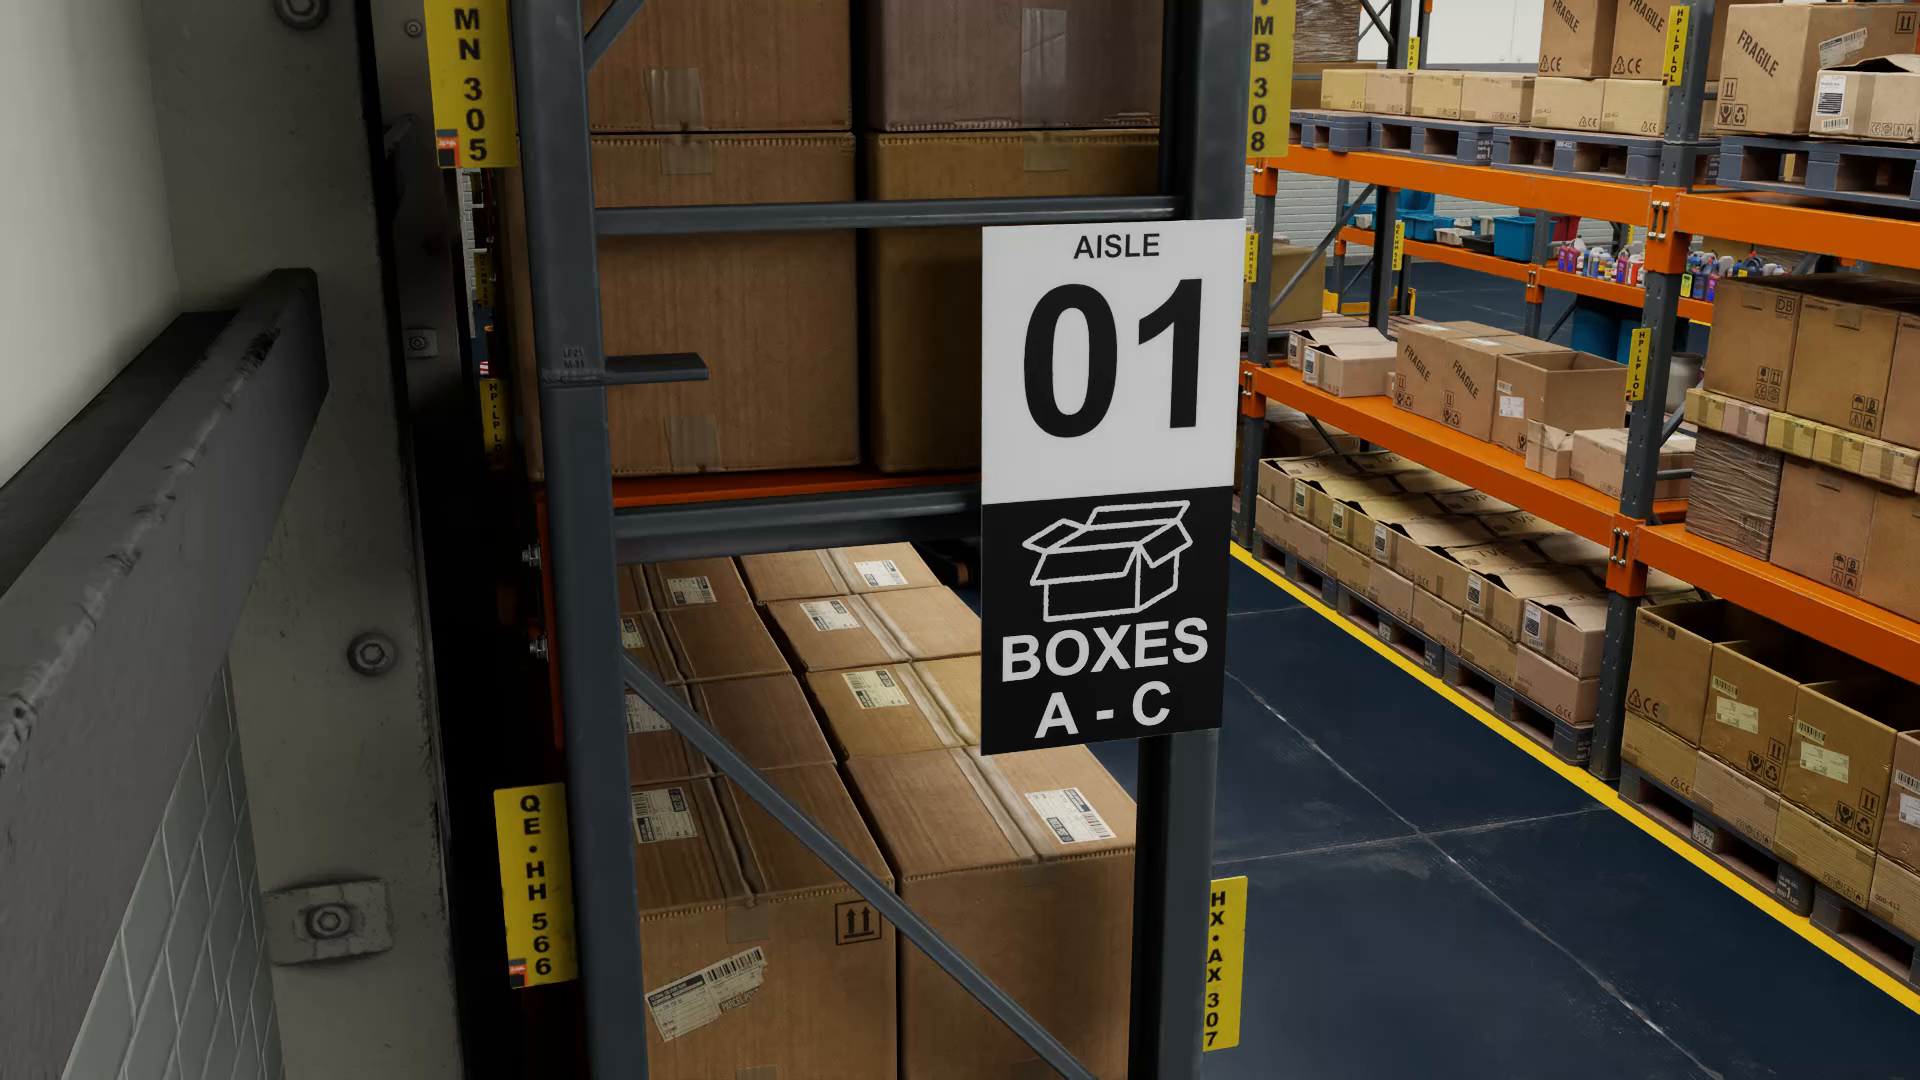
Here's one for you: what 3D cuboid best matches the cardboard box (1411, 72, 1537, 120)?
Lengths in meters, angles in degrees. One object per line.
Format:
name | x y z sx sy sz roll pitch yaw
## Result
cardboard box | 2.962 -2.566 9.598 0.500 0.250 0.500 -5 17 -16

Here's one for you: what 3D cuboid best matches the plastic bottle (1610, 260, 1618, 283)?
plastic bottle | 6.060 -2.479 15.335 0.097 0.201 0.097 0 17 0

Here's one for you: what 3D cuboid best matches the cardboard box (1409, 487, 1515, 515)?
cardboard box | 3.141 -0.169 10.374 0.500 0.311 0.500 -5 17 -16

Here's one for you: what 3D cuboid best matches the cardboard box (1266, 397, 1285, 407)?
cardboard box | 2.343 -0.870 13.214 0.500 0.500 0.500 -5 17 -16

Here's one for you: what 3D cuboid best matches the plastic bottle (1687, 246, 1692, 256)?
plastic bottle | 6.758 -2.618 15.540 0.144 0.351 0.185 -5 17 -15

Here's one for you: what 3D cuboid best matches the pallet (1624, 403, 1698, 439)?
pallet | 6.651 -1.031 15.017 1.003 0.211 1.213 -5 17 -15

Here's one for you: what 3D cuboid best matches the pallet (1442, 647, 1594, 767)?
pallet | 3.335 0.817 8.865 1.003 0.211 1.213 -5 17 -15

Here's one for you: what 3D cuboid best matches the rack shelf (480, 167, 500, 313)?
rack shelf | -1.737 -1.570 8.002 1.077 0.370 4.000 -5 17 -15

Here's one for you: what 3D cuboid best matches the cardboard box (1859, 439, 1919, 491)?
cardboard box | 3.744 -0.304 6.449 0.380 0.149 0.250 -5 18 -17

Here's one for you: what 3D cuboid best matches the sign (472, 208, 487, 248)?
sign | -3.919 -2.546 13.572 0.100 0.325 0.005 -5 17 -15

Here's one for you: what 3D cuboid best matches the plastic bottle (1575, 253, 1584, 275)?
plastic bottle | 5.916 -2.624 15.817 0.097 0.201 0.097 0 17 0

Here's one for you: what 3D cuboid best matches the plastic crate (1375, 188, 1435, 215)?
plastic crate | 5.312 -3.995 19.873 0.616 0.435 0.499 -5 17 -15

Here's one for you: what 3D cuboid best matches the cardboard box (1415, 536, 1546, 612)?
cardboard box | 2.904 0.158 9.285 0.500 0.311 0.500 -5 17 -15

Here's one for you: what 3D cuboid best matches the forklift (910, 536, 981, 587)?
forklift | 0.297 -1.243 10.995 1.130 2.935 3.031 -9 19 -27

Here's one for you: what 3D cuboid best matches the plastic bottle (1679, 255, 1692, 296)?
plastic bottle | 6.313 -2.321 14.550 0.144 0.351 0.185 -5 17 -15

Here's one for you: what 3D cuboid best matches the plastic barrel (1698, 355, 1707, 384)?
plastic barrel | 6.778 -1.307 14.552 0.600 0.588 0.708 -5 17 -15

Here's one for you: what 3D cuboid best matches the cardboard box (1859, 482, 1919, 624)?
cardboard box | 3.988 0.041 6.428 0.700 0.500 0.500 -4 17 -14

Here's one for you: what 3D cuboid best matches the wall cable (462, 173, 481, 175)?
wall cable | -5.696 -6.223 22.425 3.097 2.526 0.112 -5 17 -15

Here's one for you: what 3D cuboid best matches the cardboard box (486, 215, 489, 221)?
cardboard box | -3.217 -2.267 12.255 0.500 0.250 0.500 -5 18 -17

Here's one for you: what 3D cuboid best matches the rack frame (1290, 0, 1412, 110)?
rack frame | 2.475 -4.297 10.616 1.000 3.000 0.127 -5 17 -15

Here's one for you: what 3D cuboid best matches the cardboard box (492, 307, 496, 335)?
cardboard box | -3.084 -1.764 11.886 0.500 0.500 0.500 -4 17 -14

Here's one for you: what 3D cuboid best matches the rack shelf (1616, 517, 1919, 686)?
rack shelf | 4.124 0.580 6.058 1.077 0.370 4.000 -5 17 -15

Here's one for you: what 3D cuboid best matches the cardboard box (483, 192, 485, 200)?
cardboard box | -4.335 -3.248 17.029 0.980 0.700 0.700 -4 17 -13

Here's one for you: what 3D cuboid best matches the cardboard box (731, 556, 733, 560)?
cardboard box | -0.489 0.162 5.121 0.500 0.500 0.500 -5 17 -17

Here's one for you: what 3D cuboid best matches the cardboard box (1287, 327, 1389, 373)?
cardboard box | 2.533 -1.277 11.146 0.500 0.311 0.500 -4 17 -12

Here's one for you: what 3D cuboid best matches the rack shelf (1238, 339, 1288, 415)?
rack shelf | 1.926 -1.633 13.425 1.077 0.370 4.000 -5 17 -15

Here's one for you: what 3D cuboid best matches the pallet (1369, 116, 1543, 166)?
pallet | 3.058 -2.281 9.445 1.003 0.211 1.213 -4 17 -13

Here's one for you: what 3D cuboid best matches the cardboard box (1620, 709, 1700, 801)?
cardboard box | 3.411 0.950 7.624 0.500 0.250 0.500 -5 17 -15

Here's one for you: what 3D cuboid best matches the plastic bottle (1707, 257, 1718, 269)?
plastic bottle | 6.784 -2.419 15.015 0.097 0.271 0.097 0 17 0

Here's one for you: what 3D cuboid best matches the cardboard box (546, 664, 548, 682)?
cardboard box | -1.111 0.424 5.554 0.500 0.250 0.500 -5 18 -17

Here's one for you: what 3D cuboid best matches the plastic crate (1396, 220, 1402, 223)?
plastic crate | 4.987 -3.553 18.920 0.250 0.136 0.298 -5 17 -15

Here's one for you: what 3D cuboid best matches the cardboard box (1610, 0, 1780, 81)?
cardboard box | 3.443 -2.417 7.796 0.500 0.500 0.500 -4 17 -15

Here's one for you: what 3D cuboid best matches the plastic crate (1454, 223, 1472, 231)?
plastic crate | 5.704 -3.482 18.684 0.298 0.136 0.250 -5 17 -15

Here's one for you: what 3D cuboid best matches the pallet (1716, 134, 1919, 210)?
pallet | 3.834 -1.478 6.599 1.003 0.211 1.213 -5 17 -15

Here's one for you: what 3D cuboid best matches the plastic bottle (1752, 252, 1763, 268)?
plastic bottle | 7.010 -2.365 14.695 0.144 0.351 0.185 -5 17 -15

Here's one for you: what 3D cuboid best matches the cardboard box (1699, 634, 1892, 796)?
cardboard box | 3.546 0.730 7.055 0.500 0.500 0.500 -5 17 -15

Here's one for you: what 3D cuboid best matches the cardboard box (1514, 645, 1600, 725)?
cardboard box | 3.182 0.706 8.437 0.500 0.250 0.500 -5 17 -16

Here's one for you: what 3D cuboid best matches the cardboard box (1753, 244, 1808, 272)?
cardboard box | 10.306 -3.180 20.289 0.875 0.875 0.875 -5 17 -15

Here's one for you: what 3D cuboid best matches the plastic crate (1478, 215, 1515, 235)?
plastic crate | 5.897 -3.330 17.926 0.437 0.282 0.530 -5 17 -15

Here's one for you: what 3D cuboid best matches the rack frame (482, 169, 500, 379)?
rack frame | -3.386 -2.138 13.855 1.000 3.000 0.127 -5 17 -15

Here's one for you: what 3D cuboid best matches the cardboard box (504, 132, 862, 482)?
cardboard box | -0.446 -0.408 2.674 0.500 0.500 0.500 -3 17 -11

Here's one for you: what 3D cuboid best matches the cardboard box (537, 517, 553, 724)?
cardboard box | -0.989 0.206 4.974 0.500 0.500 0.500 -4 17 -14

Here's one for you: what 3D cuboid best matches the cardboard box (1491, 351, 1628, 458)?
cardboard box | 3.235 -0.725 8.978 0.500 0.500 0.500 -3 17 -11

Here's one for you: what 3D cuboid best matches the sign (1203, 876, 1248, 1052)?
sign | 0.434 0.724 2.824 0.100 0.325 0.005 -5 17 -15

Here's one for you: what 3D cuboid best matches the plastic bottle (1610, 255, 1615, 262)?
plastic bottle | 6.116 -2.582 15.678 0.097 0.201 0.097 0 17 0

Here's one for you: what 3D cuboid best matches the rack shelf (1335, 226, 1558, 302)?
rack shelf | 5.590 -3.130 18.408 1.077 0.370 4.000 -5 17 -15

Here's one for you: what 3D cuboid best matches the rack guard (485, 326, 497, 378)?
rack guard | -4.492 -2.054 17.921 1.175 0.500 0.348 -5 17 -15

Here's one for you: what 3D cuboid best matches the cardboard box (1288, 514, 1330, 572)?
cardboard box | 2.476 -0.001 10.792 0.500 0.250 0.500 -5 17 -17

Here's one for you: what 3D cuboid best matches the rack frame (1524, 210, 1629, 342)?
rack frame | 6.140 -2.921 16.463 1.000 3.000 0.127 -5 17 -15

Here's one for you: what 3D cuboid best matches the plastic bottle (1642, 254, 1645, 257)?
plastic bottle | 6.595 -2.671 15.975 0.097 0.201 0.097 0 17 0

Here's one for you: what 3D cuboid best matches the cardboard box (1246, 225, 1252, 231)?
cardboard box | 1.921 -2.296 13.477 0.700 0.500 0.500 -10 19 -29
